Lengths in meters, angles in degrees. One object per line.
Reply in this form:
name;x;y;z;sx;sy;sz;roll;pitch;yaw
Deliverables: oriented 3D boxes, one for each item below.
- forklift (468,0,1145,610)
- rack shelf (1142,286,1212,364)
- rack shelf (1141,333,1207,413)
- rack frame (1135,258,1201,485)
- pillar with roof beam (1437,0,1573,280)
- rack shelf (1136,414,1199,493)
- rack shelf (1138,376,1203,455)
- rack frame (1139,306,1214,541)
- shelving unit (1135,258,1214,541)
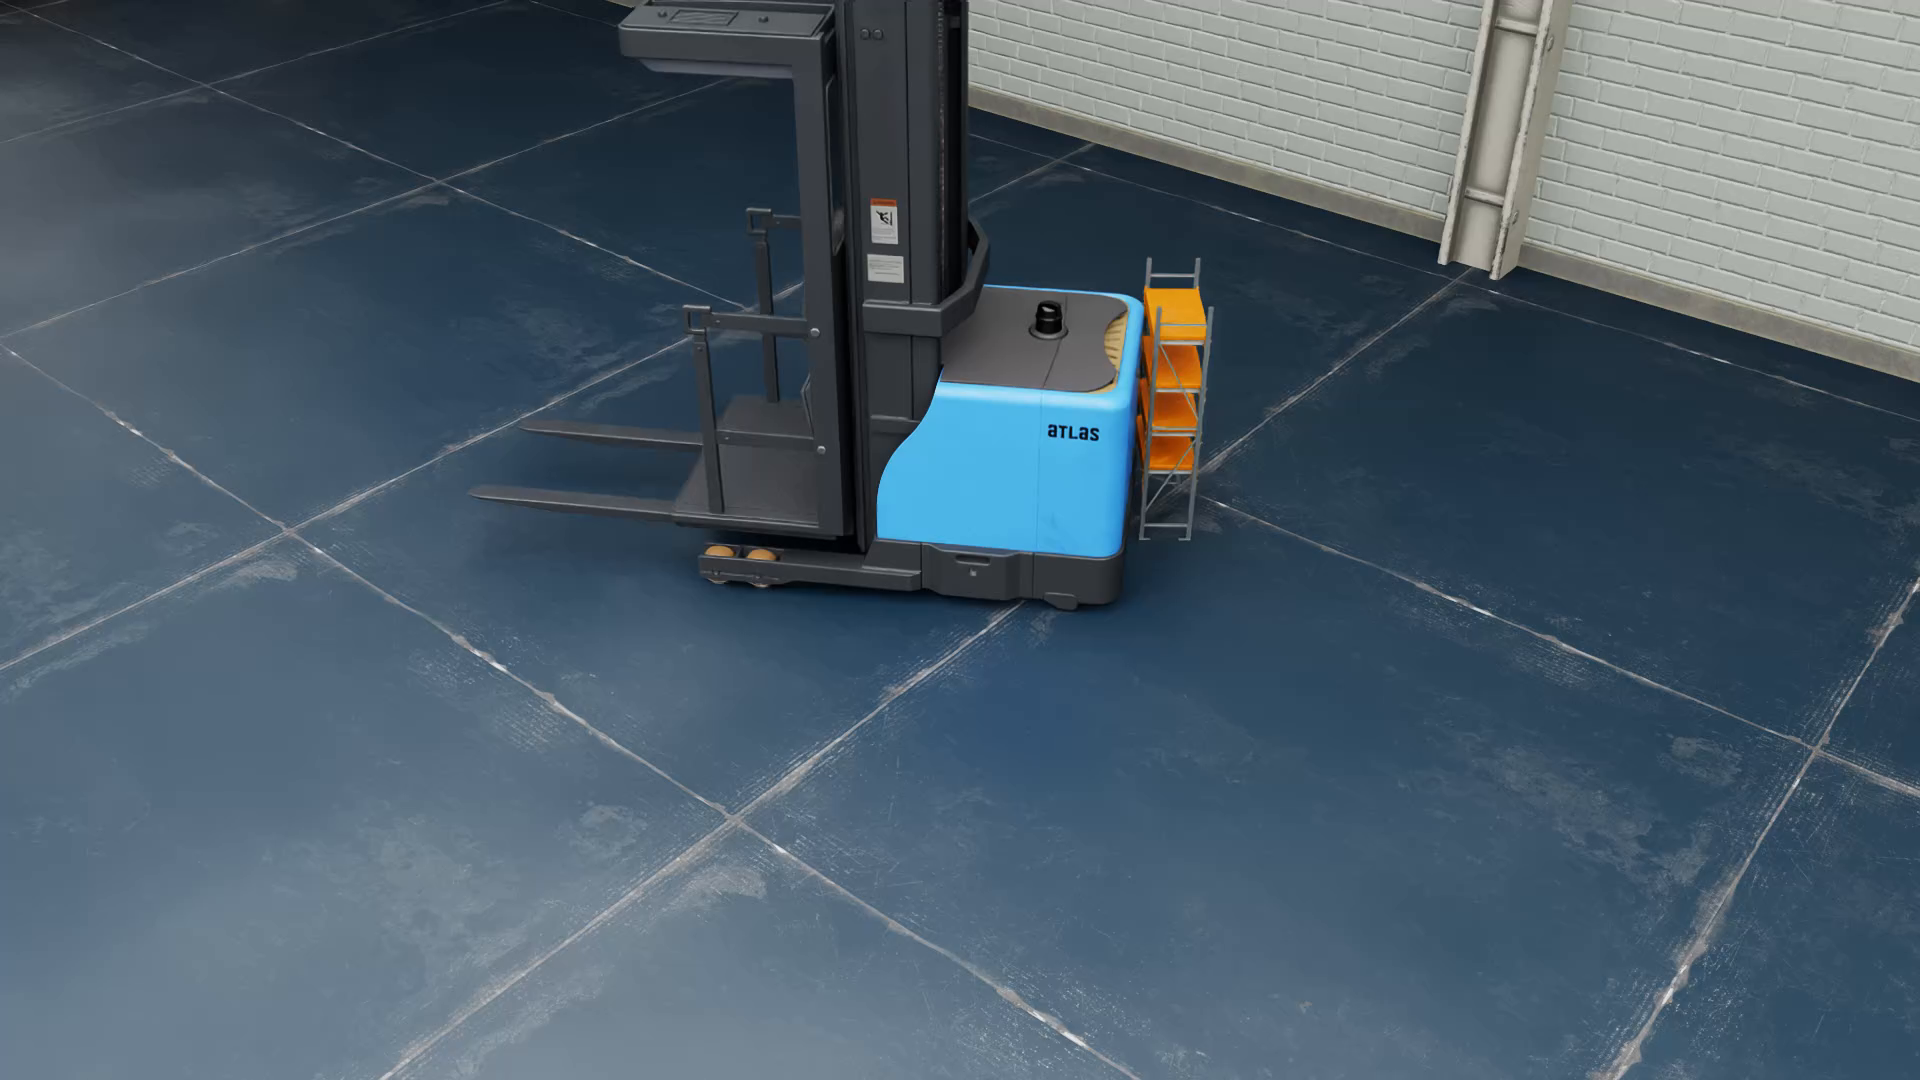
forklift;-0.725;-1.288;7.036;3.031;2.935;1.130;5;35;7
rack shelf;0.959;-0.957;7.388;0.258;0.148;0.480;0;34;0
rack shelf;0.958;-0.762;7.522;0.258;0.148;0.480;0;34;0
rack frame;0.959;-0.771;7.811;0.240;1.200;0.015;0;34;0
pillar with roof beam;0.433;-3.540;4.956;0.400;9.000;9.100;25;42;32
rack shelf;0.956;-0.413;7.761;0.258;0.148;0.480;0;34;0
rack shelf;0.957;-0.577;7.648;0.258;0.148;0.480;0;34;0
rack frame;0.956;-0.494;7.409;0.240;1.200;0.015;0;34;0
shelving unit;0.957;-0.633;7.610;0.258;1.200;0.503;0;34;0
